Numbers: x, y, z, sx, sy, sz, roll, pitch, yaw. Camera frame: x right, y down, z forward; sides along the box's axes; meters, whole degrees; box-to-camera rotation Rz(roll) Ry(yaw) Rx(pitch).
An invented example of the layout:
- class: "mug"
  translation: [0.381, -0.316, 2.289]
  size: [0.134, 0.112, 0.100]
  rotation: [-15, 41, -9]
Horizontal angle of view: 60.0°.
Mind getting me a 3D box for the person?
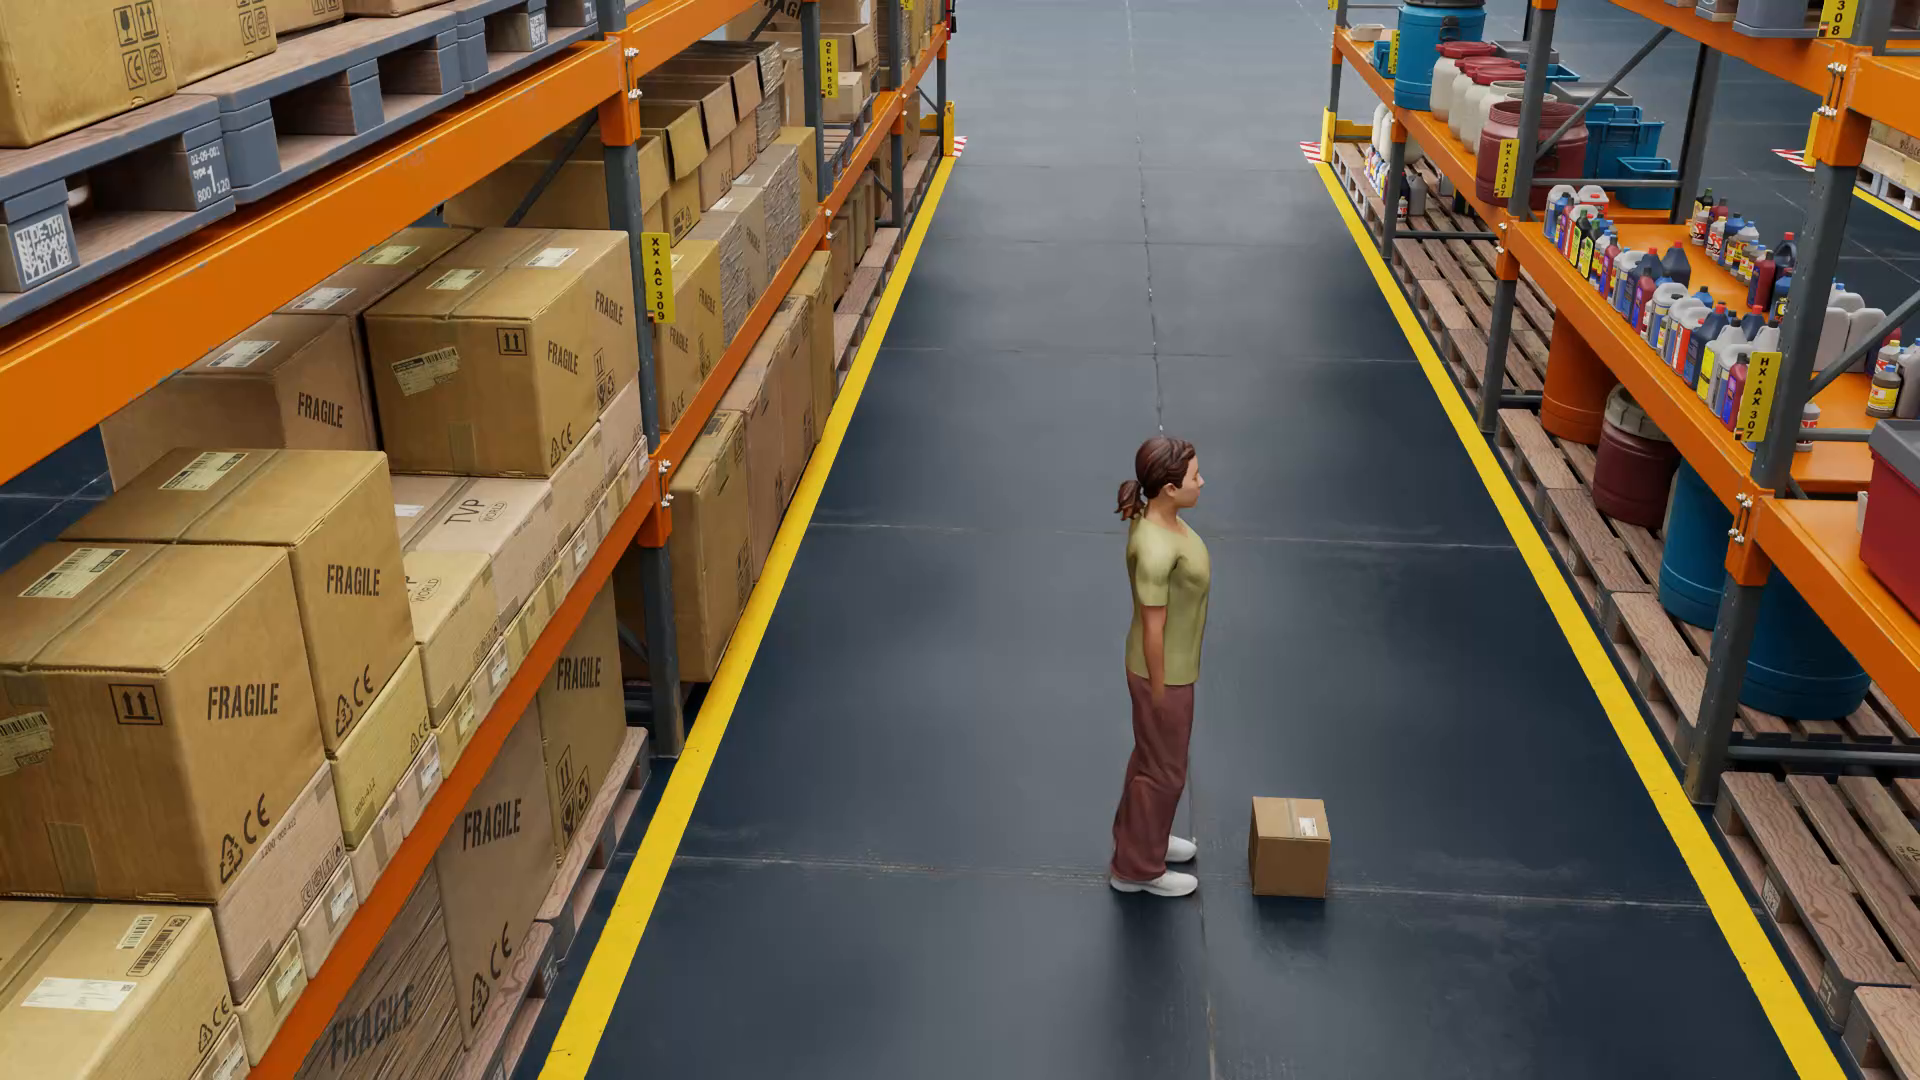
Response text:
- class: "person"
  translation: [0.677, 0.431, 5.676]
  size: [0.357, 1.667, 0.439]
  rotation: [2, 25, 5]
